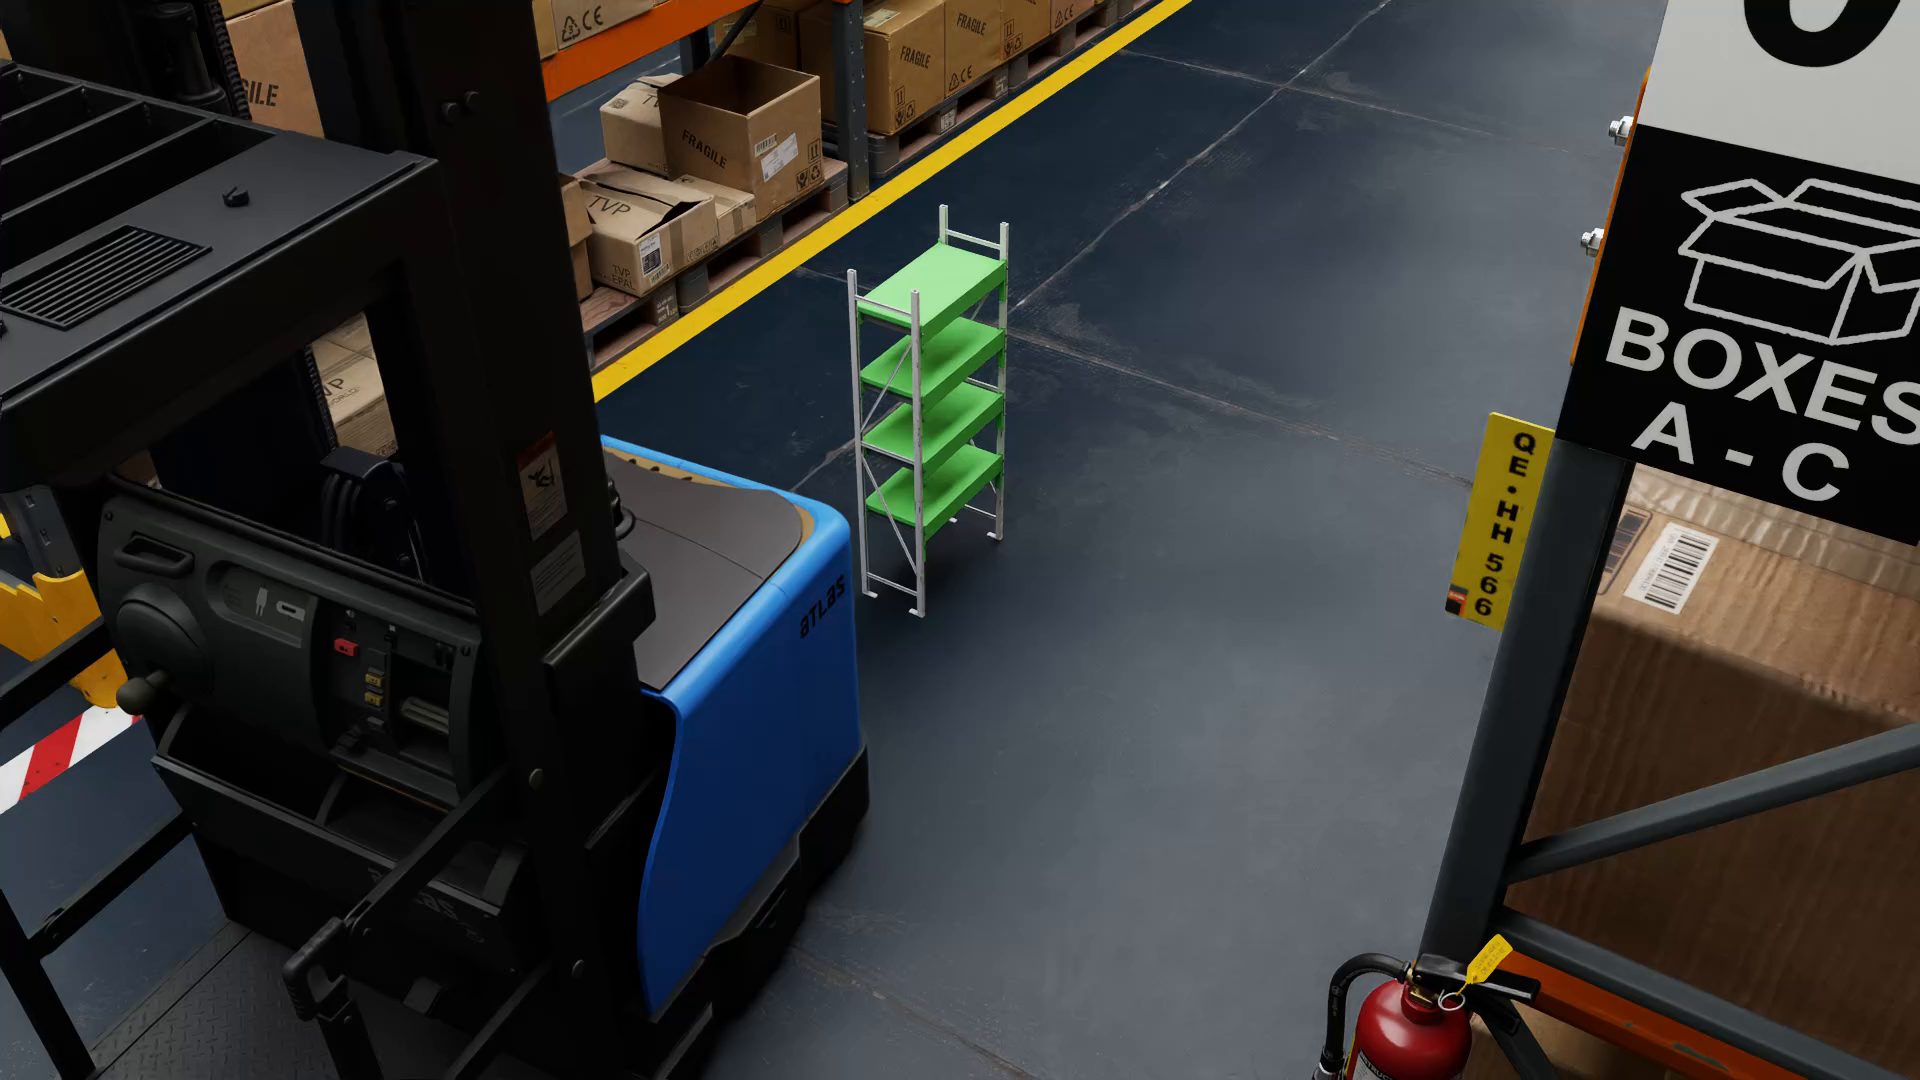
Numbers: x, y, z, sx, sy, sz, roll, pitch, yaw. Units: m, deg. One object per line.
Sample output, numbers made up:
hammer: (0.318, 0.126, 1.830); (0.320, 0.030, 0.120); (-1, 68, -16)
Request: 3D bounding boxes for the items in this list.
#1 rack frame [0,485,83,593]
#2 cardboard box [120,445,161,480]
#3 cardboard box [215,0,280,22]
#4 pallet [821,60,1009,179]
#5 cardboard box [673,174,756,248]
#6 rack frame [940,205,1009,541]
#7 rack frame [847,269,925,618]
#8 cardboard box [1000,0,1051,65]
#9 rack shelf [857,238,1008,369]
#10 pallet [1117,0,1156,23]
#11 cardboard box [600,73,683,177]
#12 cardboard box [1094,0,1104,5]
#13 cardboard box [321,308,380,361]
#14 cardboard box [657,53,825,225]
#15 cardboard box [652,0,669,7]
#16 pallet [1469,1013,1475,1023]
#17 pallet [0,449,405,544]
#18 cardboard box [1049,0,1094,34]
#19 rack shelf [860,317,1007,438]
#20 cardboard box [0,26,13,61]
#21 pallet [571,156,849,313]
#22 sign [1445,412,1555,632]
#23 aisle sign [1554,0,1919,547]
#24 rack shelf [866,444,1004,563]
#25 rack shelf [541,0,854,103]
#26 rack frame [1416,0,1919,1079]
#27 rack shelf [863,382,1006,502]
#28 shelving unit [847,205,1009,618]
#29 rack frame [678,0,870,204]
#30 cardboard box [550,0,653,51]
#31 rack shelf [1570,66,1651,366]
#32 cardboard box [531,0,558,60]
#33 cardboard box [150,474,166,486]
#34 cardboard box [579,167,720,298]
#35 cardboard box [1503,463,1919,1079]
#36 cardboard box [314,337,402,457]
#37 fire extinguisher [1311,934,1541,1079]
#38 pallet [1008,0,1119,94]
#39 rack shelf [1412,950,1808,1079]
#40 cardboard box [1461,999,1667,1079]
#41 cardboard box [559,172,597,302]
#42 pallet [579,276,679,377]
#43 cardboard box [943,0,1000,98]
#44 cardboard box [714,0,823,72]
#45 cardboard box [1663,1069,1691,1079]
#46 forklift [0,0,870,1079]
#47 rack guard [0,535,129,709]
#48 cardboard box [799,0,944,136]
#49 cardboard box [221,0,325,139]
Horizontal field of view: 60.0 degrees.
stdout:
rack frame: (-3.024, -0.897, 4.457); (1.000, 3.000, 0.127); (21, 42, 25)
cardboard box: (-2.940, -0.442, 5.554); (0.500, 0.500, 0.500); (21, 42, 25)
cardboard box: (-2.290, -1.747, 4.659); (0.500, 0.500, 0.500); (22, 43, 26)
pallet: (-0.477, -2.287, 8.543); (1.003, 0.211, 1.213); (21, 42, 25)
cardboard box: (-1.097, -1.405, 7.090); (0.380, 0.149, 0.250); (21, 42, 25)
rack frame: (0.042, -0.516, 5.436); (0.240, 1.200, 0.015); (21, 42, 25)
rack frame: (-0.219, -0.264, 5.110); (0.240, 1.200, 0.015); (21, 42, 25)
cardboard box: (0.135, -2.847, 8.673); (0.500, 0.500, 0.500); (22, 43, 26)
rack shelf: (-0.089, -0.719, 5.019); (0.258, 0.148, 0.480); (21, 42, 25)
pallet: (0.831, -3.544, 10.175); (1.003, 0.211, 1.213); (21, 42, 25)
cardboard box: (-1.288, -1.923, 7.630); (0.500, 0.311, 0.500); (21, 42, 25)
cardboard box: (0.682, -3.380, 9.365); (0.500, 0.500, 0.500); (20, 42, 24)
cardboard box: (-1.957, -0.686, 6.074); (0.500, 0.250, 0.500); (21, 42, 25)
cardboard box: (-0.946, -1.757, 7.259); (0.500, 0.500, 0.500); (21, 42, 25)
cardboard box: (-1.207, -2.391, 6.313); (0.500, 0.500, 0.500); (22, 43, 26)
pallet: (1.523, 1.388, 3.777); (1.003, 0.211, 1.213); (21, 42, 25)
pallet: (-2.557, -0.243, 5.893); (1.003, 0.211, 1.213); (21, 42, 25)
cardboard box: (0.406, -3.107, 9.011); (0.500, 0.500, 0.500); (20, 42, 23)
rack shelf: (-0.089, -0.529, 5.165); (0.258, 0.148, 0.480); (21, 42, 25)
cardboard box: (-2.563, -1.475, 4.306); (0.500, 0.500, 0.500); (23, 43, 26)
pallet: (-1.249, -1.501, 7.525); (1.003, 0.211, 1.213); (21, 42, 25)
sign: (0.710, -0.016, 2.171); (0.100, 0.325, 0.005); (21, 42, 25)
aisle sign: (0.869, -0.369, 1.643); (0.394, 0.787, 0.004); (21, 42, 25)
rack shelf: (-0.089, -0.149, 5.459); (0.258, 0.148, 0.480); (21, 42, 25)
rack shelf: (-1.952, -1.643, 6.014); (1.077, 0.370, 4.000); (21, 42, 25)
rack frame: (1.158, 0.720, 2.359); (0.949, 2.616, 0.053); (21, 42, 25)
rack shelf: (-0.089, -0.339, 5.312); (0.258, 0.148, 0.480); (21, 42, 25)
shelving unit: (-0.089, -0.390, 5.273); (0.258, 1.200, 0.503); (21, 42, 25)
rack frame: (-0.881, -2.959, 7.132); (1.000, 3.000, 0.127); (21, 42, 25)
cardboard box: (-1.480, -2.125, 5.968); (0.500, 0.500, 0.500); (22, 43, 26)
rack shelf: (2.233, -1.213, 2.999); (1.077, 0.370, 4.000); (21, 42, 25)
cardboard box: (-1.751, -1.862, 5.627); (0.500, 0.500, 0.500); (22, 43, 26)
cardboard box: (-2.509, -0.046, 5.327); (0.380, 0.149, 0.250); (21, 42, 25)
cardboard box: (-1.348, -1.296, 6.816); (0.500, 0.311, 0.500); (21, 42, 25)
cardboard box: (1.426, 0.336, 2.611); (0.980, 0.700, 0.700); (23, 43, 27)
cardboard box: (-2.225, -0.428, 5.740); (0.500, 0.250, 0.500); (21, 42, 25)
fire extinguisher: (0.691, 0.826, 2.590); (0.296, 0.674, 0.183); (21, 42, 25)
pallet: (0.176, -2.918, 9.362); (1.003, 0.211, 1.213); (21, 42, 25)
rack shelf: (2.233, -0.025, 3.915); (1.077, 0.370, 4.000); (21, 42, 25)
cardboard box: (1.452, 1.151, 3.503); (0.700, 0.500, 0.500); (21, 42, 25)
cardboard box: (-1.883, -1.175, 6.501); (0.797, 0.503, 0.637); (21, 42, 25)
pallet: (-1.902, -0.870, 6.705); (1.003, 0.211, 1.213); (21, 42, 25)
cardboard box: (-0.139, -2.592, 8.342); (0.500, 0.500, 0.500); (22, 43, 26)
cardboard box: (-0.858, -2.492, 8.212); (0.500, 0.500, 0.500); (21, 42, 25)
cardboard box: (1.554, 1.024, 3.137); (0.380, 0.149, 0.250); (21, 43, 25)
forklift: (-1.367, 0.287, 2.977); (1.130, 2.935, 3.031); (17, 41, 21)
rack guard: (-2.983, 0.054, 5.271); (1.175, 0.500, 0.348); (21, 42, 25)
cardboard box: (-0.416, -2.313, 7.981); (0.500, 0.500, 0.500); (19, 42, 23)
cardboard box: (-2.291, -1.347, 4.959); (0.500, 0.500, 0.500); (21, 42, 25)
